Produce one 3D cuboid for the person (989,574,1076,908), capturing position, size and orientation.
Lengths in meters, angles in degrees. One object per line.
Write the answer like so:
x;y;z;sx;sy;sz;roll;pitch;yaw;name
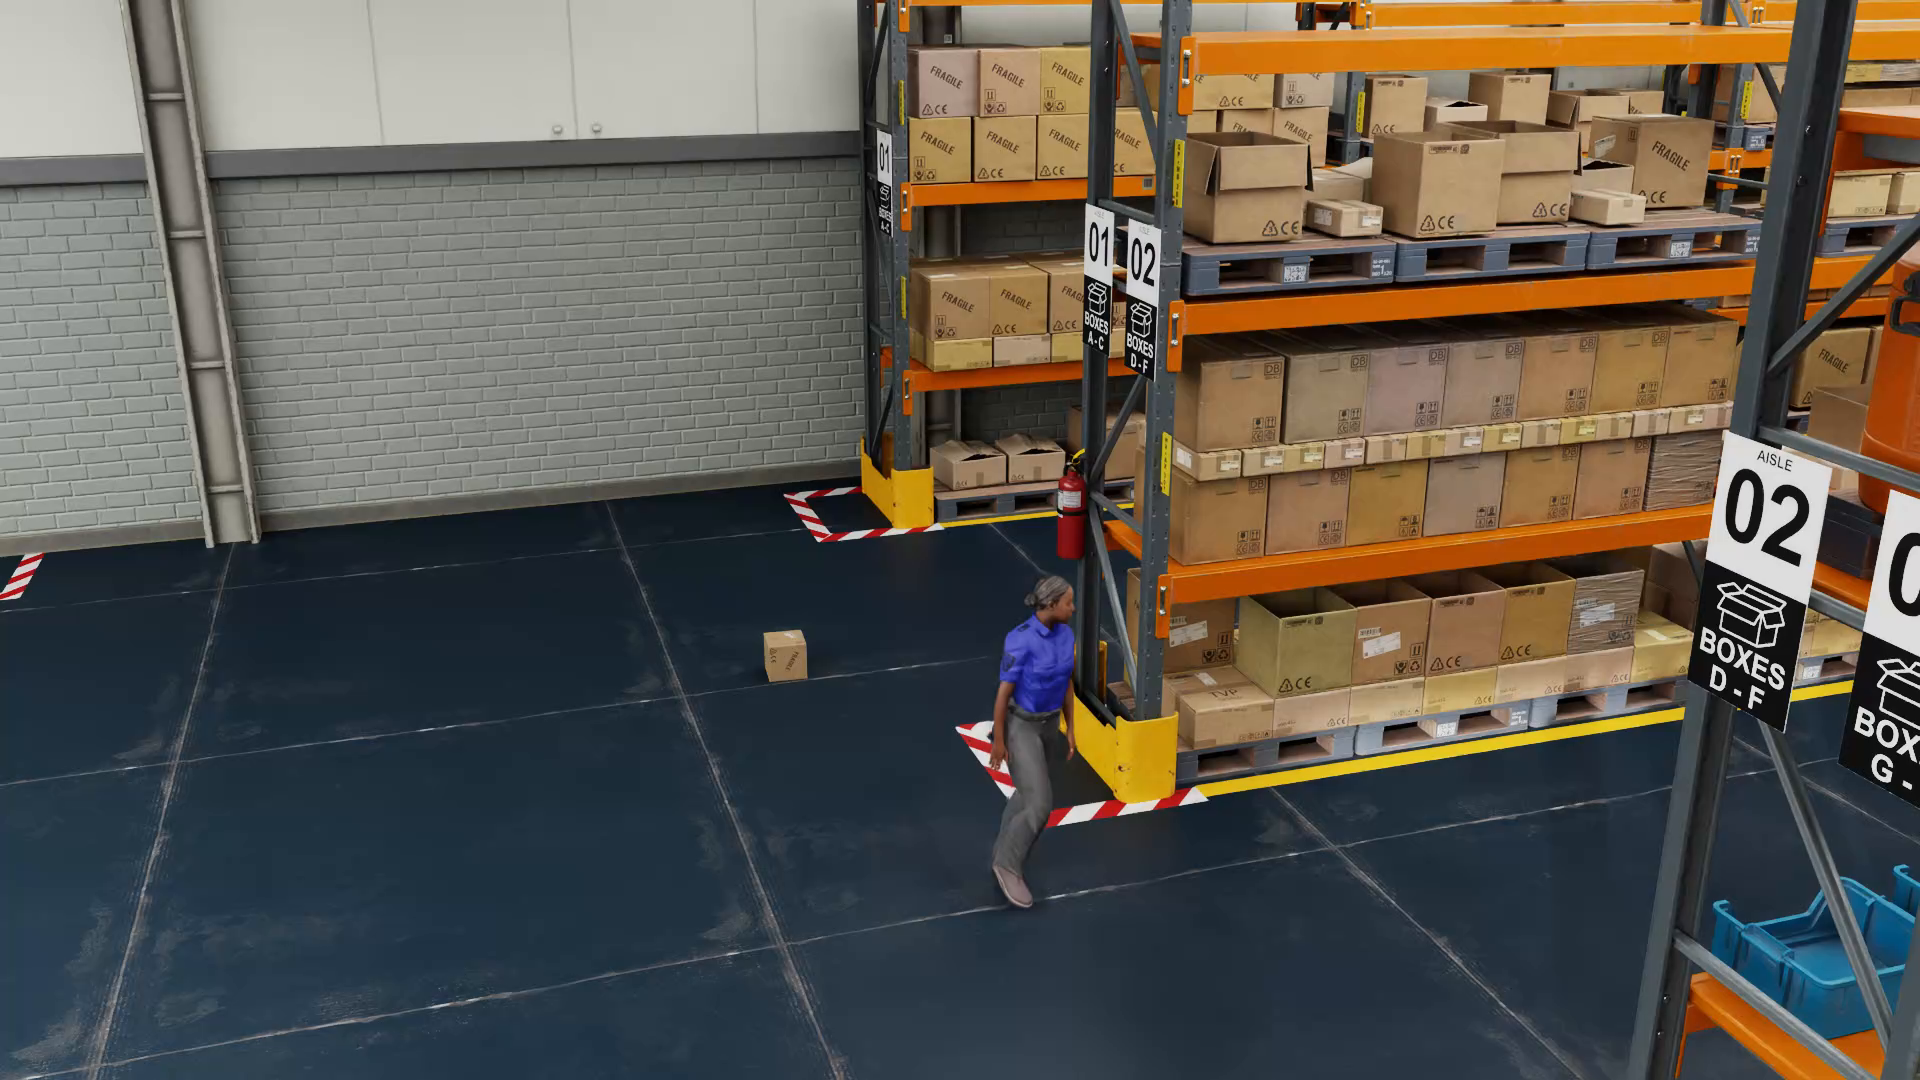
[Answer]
0.376;0.982;8.265;0.557;1.639;0.472;-18;26;-41;person
